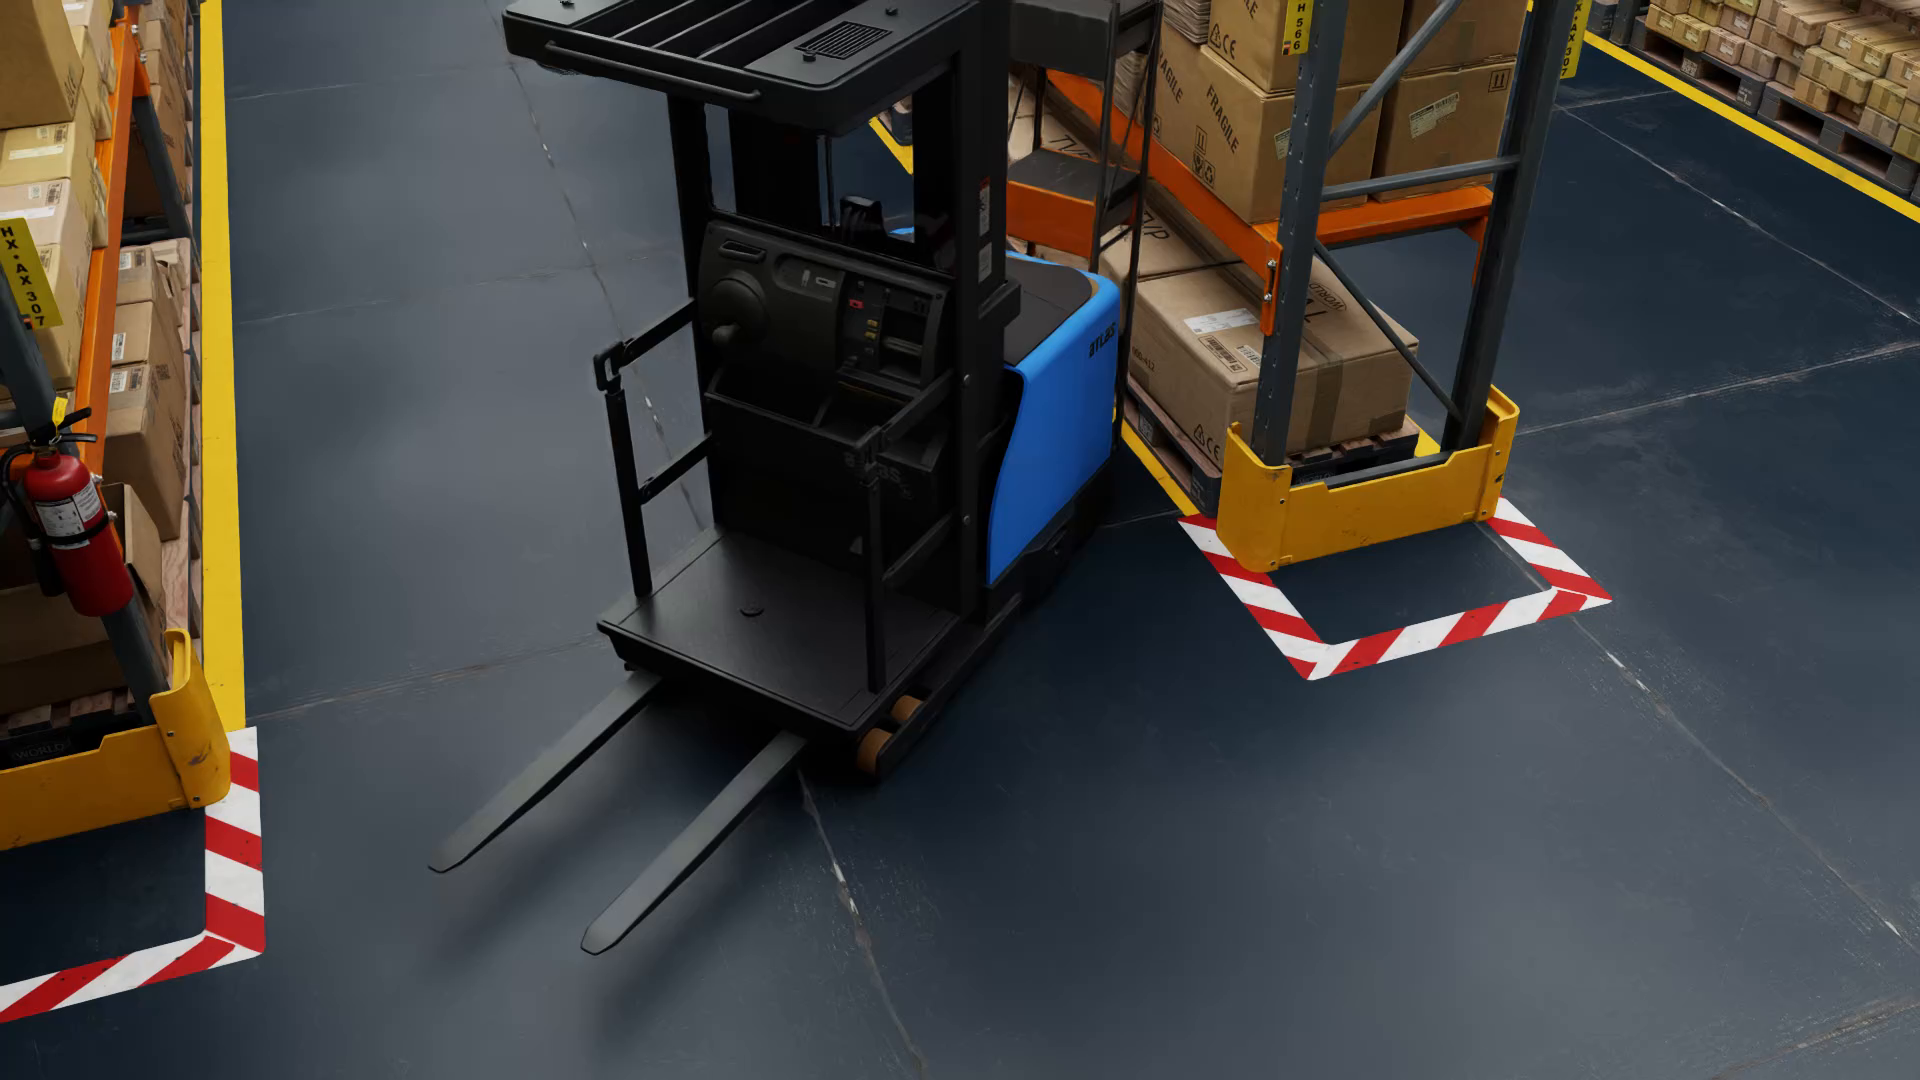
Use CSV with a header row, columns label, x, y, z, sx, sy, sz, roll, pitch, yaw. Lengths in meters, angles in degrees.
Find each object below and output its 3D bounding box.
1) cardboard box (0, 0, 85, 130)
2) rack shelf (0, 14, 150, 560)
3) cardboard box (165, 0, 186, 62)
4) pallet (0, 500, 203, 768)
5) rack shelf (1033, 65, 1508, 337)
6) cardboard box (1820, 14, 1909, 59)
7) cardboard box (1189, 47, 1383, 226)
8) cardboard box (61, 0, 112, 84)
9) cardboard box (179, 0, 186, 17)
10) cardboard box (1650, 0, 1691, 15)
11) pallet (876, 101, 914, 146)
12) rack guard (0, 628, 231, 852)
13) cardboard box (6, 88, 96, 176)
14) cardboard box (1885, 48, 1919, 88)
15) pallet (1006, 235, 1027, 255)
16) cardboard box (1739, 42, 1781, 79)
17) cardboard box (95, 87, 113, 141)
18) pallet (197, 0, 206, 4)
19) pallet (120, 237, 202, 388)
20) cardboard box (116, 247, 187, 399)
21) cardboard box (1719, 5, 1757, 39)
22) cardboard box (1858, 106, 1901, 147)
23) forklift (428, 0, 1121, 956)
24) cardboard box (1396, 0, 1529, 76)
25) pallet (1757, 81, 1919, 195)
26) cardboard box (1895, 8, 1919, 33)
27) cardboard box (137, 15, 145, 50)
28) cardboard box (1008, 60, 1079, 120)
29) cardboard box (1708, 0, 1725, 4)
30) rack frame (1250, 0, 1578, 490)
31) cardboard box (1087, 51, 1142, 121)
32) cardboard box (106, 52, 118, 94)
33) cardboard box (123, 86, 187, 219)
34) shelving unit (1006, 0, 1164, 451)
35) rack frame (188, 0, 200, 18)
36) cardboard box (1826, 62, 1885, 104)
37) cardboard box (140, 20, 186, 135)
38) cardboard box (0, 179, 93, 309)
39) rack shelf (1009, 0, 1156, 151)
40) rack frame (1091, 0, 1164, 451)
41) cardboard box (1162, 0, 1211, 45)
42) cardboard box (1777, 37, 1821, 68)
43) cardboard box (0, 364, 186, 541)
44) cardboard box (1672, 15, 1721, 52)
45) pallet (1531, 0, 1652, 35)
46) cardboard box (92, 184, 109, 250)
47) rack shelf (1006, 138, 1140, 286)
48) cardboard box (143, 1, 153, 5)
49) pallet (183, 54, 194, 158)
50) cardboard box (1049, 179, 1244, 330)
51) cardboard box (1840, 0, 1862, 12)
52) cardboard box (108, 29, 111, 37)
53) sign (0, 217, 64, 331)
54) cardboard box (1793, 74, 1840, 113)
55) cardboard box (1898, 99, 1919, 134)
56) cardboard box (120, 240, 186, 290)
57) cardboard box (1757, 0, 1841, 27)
label,x,y,z,sx,sy,sz,roll,pitch,yaw
cardboard box,-3.454,-1.775,5.868,0.500,0.500,0.500,-11,38,-15
rack shelf,-3.722,-1.100,6.315,1.077,0.370,4.000,-12,39,-16
cardboard box,-5.095,-3.172,10.196,0.500,0.500,0.500,-11,38,-14
pallet,-3.335,0.364,6.092,1.003,0.211,1.213,-12,39,-16
rack shelf,0.937,-2.130,7.682,1.077,0.370,4.000,-12,39,-16
cardboard box,5.251,-2.917,9.656,0.380,0.149,0.250,-14,39,-18
cardboard box,1.211,-1.545,6.225,0.500,0.500,0.500,-12,39,-16
cardboard box,-3.820,-2.059,6.867,0.500,0.250,0.500,-12,39,-16
cardboard box,-5.440,-3.752,10.966,0.500,0.500,0.500,-11,38,-15
cardboard box,4.686,-3.505,10.684,0.380,0.149,0.250,-11,38,-14
pallet,-0.088,-2.853,10.362,1.003,0.211,1.213,-12,39,-16
rack guard,-3.060,0.698,5.408,1.175,0.500,0.348,-12,39,-16
cardboard box,-3.484,-1.483,6.103,0.500,0.250,0.500,-13,39,-17
cardboard box,5.416,-2.628,9.271,0.380,0.149,0.250,-14,39,-17
pallet,0.860,-1.297,8.296,1.003,0.211,1.213,-12,39,-16
cardboard box,5.045,-2.972,10.224,0.380,0.149,0.250,-13,39,-17
cardboard box,-3.662,-1.712,6.739,0.380,0.149,0.250,-13,39,-17
pallet,-6.034,-4.136,12.065,1.003,0.211,1.213,-12,39,-16
pallet,-4.175,-1.015,7.922,1.003,0.211,1.213,-12,39,-16
cardboard box,-3.770,-0.869,7.139,0.700,0.500,0.500,-14,39,-18
cardboard box,4.975,-3.251,10.346,0.380,0.149,0.250,-13,39,-16
cardboard box,5.349,-2.370,9.424,0.380,0.149,0.250,-12,39,-15
forklift,-0.563,-0.681,5.218,1.130,2.935,3.031,20,41,24
cardboard box,1.727,-2.057,6.073,0.500,0.500,0.500,-13,39,-17
pallet,5.550,-2.452,9.830,1.003,0.211,1.213,-12,39,-16
cardboard box,5.746,-3.027,9.801,0.380,0.149,0.250,-14,39,-18
cardboard box,-4.709,-2.787,9.146,0.380,0.149,0.250,-13,39,-16
cardboard box,0.364,-2.314,9.110,0.875,0.438,0.875,-13,39,-17
cardboard box,4.825,-3.490,10.416,0.380,0.149,0.250,-11,38,-14
rack frame,1.625,-1.287,5.966,1.000,3.000,0.127,-12,39,-16
cardboard box,0.866,-2.120,6.988,0.500,0.500,0.500,-11,38,-15
cardboard box,-3.842,-2.004,7.127,0.380,0.149,0.250,-11,38,-15
cardboard box,-4.366,-2.006,8.649,0.500,0.500,0.500,-11,38,-14
shelving unit,0.415,-1.266,6.667,0.503,2.100,0.431,21,39,25
rack frame,-5.787,-4.777,10.598,1.000,3.000,0.127,-12,39,-16
cardboard box,5.226,-2.637,9.532,0.380,0.149,0.250,-12,39,-15
cardboard box,-4.726,-2.588,9.421,0.500,0.500,0.500,-14,39,-17
cardboard box,-3.111,-0.913,5.346,0.500,0.250,0.500,-12,39,-15
rack shelf,0.435,-1.832,6.279,0.480,0.518,0.431,21,39,25
rack frame,0.622,-1.188,6.564,0.015,2.100,0.400,21,39,25
cardboard box,1.028,-2.239,6.315,0.500,0.500,0.500,-12,39,-16
cardboard box,5.138,-2.938,9.930,0.380,0.149,0.250,-11,38,-14
cardboard box,-3.413,-0.283,6.361,0.700,0.500,0.500,-11,38,-14
cardboard box,4.777,-3.235,10.572,0.380,0.149,0.250,-11,38,-15
pallet,4.592,-3.954,11.824,1.003,0.211,1.213,-12,39,-16
cardboard box,-3.286,-1.138,5.976,0.380,0.149,0.250,-14,39,-17
rack shelf,0.415,-1.255,6.675,0.480,0.518,0.431,21,39,25
cardboard box,-4.949,-3.224,9.726,0.380,0.149,0.250,-14,39,-18
pallet,-5.150,-2.545,9.953,1.003,0.211,1.213,-12,39,-16
cardboard box,0.981,-1.299,7.762,0.875,0.438,0.875,-11,38,-15
cardboard box,5.462,-3.310,10.178,0.380,0.149,0.250,-11,38,-14
cardboard box,-4.064,-2.289,7.504,0.380,0.149,0.250,-12,39,-15
sign,-2.525,-0.716,4.487,0.100,0.325,0.005,-12,39,-16
cardboard box,5.170,-2.661,9.810,0.380,0.149,0.250,-13,39,-17
cardboard box,5.418,-2.339,9.135,0.380,0.149,0.250,-12,39,-15
cardboard box,-3.943,-1.292,7.993,0.380,0.149,0.250,-14,39,-17
cardboard box,5.069,-3.215,10.051,0.380,0.149,0.250,-13,39,-17
